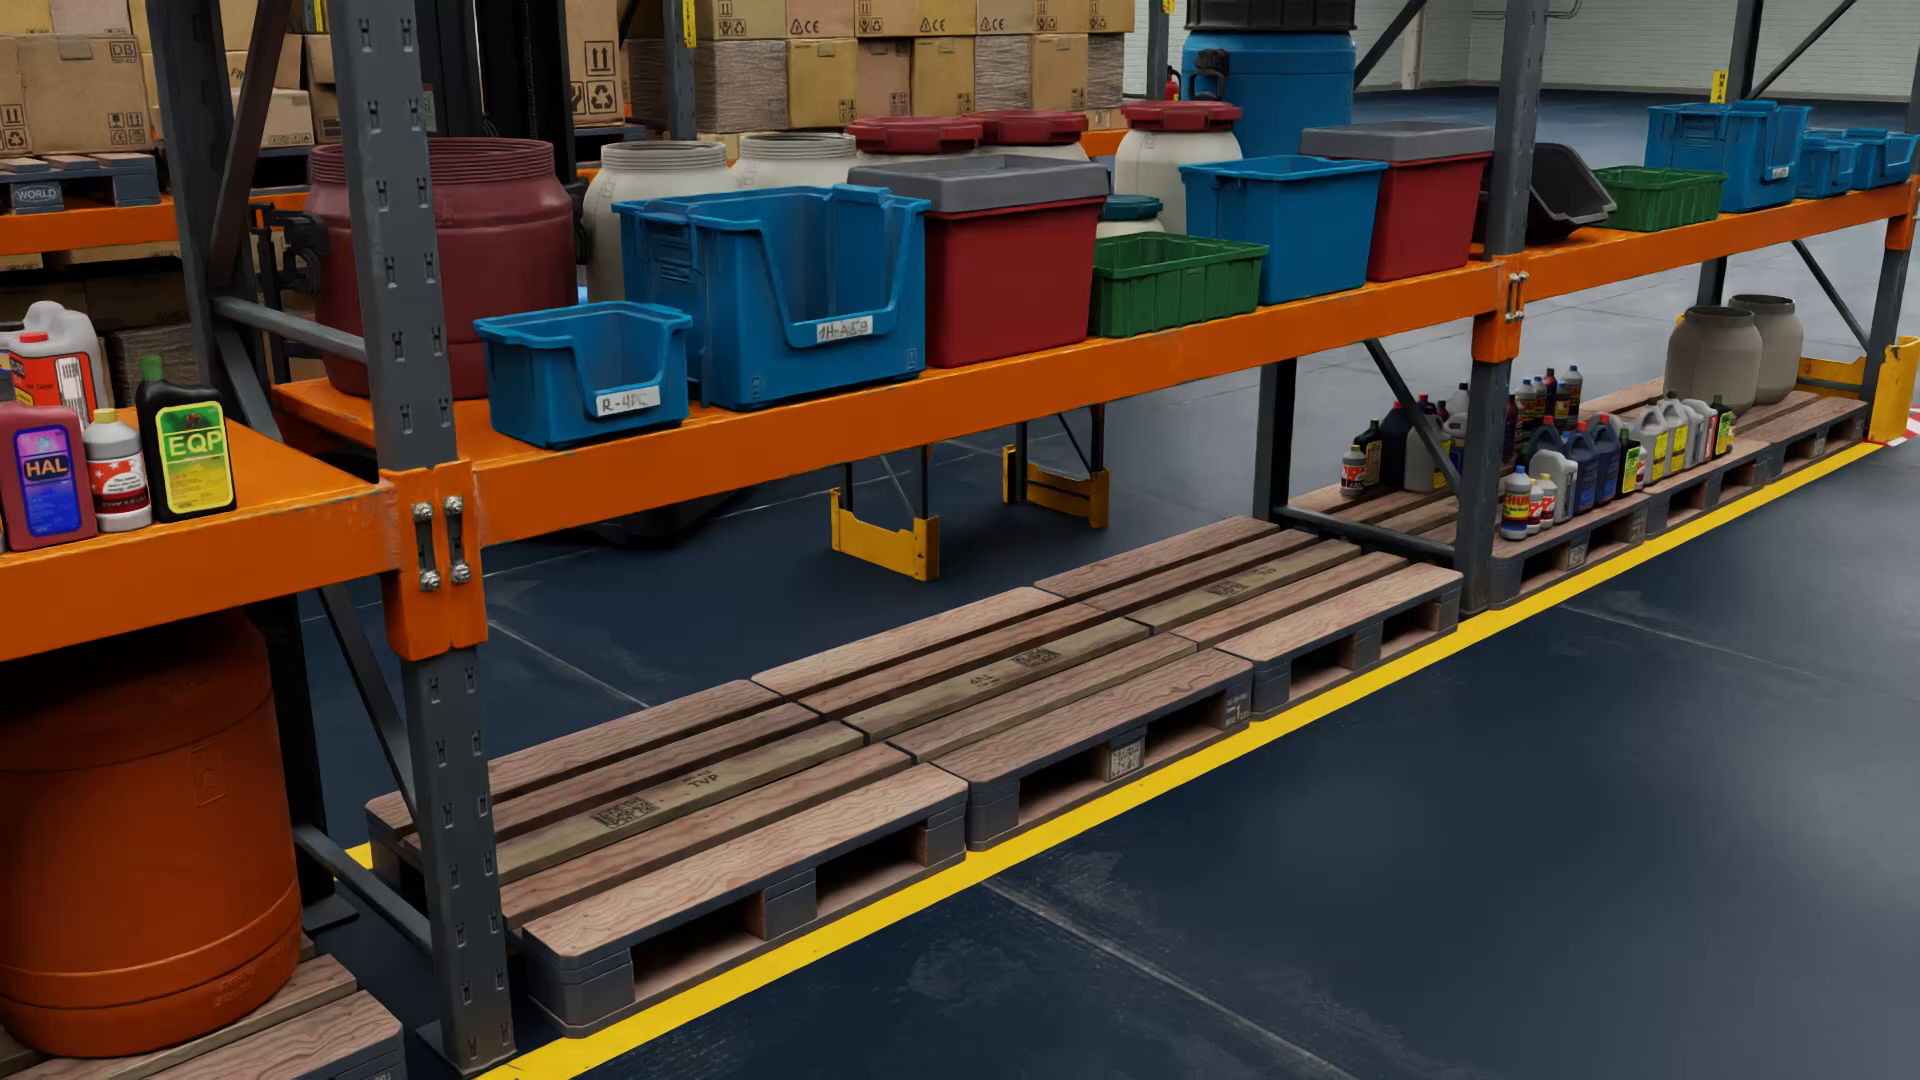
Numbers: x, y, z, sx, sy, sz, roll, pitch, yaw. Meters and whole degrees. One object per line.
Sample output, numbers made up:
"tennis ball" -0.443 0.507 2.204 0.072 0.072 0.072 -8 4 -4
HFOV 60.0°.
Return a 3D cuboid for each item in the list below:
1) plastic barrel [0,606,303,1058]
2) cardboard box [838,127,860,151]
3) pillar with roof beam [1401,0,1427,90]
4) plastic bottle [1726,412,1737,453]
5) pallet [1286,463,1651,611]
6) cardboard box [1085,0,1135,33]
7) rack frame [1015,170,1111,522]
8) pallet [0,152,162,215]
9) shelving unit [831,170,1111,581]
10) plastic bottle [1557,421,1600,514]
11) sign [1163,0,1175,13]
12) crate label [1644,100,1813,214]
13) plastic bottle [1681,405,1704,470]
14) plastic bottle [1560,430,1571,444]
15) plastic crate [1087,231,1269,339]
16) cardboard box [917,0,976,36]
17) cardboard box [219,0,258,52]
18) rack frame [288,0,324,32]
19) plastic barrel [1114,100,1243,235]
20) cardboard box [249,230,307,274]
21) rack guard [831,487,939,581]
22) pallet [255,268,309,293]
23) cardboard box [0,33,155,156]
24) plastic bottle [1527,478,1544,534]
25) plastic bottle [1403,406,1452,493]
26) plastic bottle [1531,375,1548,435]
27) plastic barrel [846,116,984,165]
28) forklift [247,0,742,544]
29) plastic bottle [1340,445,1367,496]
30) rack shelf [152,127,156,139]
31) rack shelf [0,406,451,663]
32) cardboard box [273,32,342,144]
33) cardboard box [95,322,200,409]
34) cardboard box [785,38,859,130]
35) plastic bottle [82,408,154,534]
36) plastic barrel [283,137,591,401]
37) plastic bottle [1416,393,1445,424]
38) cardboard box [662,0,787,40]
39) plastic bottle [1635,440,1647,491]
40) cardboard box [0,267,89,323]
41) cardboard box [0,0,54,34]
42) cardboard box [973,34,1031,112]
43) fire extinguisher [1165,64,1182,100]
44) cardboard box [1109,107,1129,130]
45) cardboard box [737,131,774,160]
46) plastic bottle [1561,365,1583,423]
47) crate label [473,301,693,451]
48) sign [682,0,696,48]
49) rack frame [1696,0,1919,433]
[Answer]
"plastic barrel" -1.680 0.523 3.347 0.708 0.830 0.600 -16 24 -41
"cardboard box" -0.732 -2.442 10.060 0.250 0.149 0.380 -16 24 -41
"pillar with roof beam" 14.483 -14.855 38.212 0.400 9.000 9.100 -16 24 -41
"plastic bottle" 3.443 -0.503 7.498 0.097 0.201 0.097 0 18 0
"pallet" 2.086 -0.072 6.863 1.213 0.211 1.003 -16 24 -41
"cardboard box" 0.844 -3.715 11.315 0.500 0.500 0.500 -16 24 -41
"rack frame" 0.431 -0.839 7.141 0.032 1.500 0.500 -16 24 -41
"pallet" -4.295 -1.611 7.401 1.003 0.211 1.213 -16 24 -41
"shelving unit" 0.055 -0.730 6.803 1.083 1.500 0.587 -16 24 -41
"plastic bottle" 2.441 -0.292 6.604 0.185 0.351 0.144 -15 24 -39
"sign" 1.440 -3.795 11.437 0.005 0.325 0.100 -16 24 -41
"crate label" 3.325 -1.679 7.242 0.616 0.435 0.502 -16 24 -41
"plastic bottle" 3.140 -0.462 7.250 0.135 0.276 0.152 -17 25 -42
"plastic bottle" 2.464 -0.312 6.795 0.097 0.271 0.097 0 18 0
"plastic crate" 0.498 -0.732 4.722 0.662 0.188 0.450 -16 24 -41
"cardboard box" -0.250 -3.399 10.338 0.500 0.500 0.500 -16 24 -41
"cardboard box" -5.524 -3.925 12.443 0.500 0.500 0.700 -17 24 -42
"rack frame" -5.167 -3.508 12.941 0.127 3.000 1.000 -16 24 -41
"plastic barrel" 0.724 -1.176 5.528 0.433 0.535 0.433 0 18 0
"cardboard box" -5.557 -2.486 12.755 0.750 0.750 1.050 -16 24 -41
"rack guard" -0.306 -0.030 6.670 0.087 0.250 0.587 -16 24 -41
"pallet" -5.676 -2.001 12.814 1.213 0.211 1.003 -16 24 -41
"cardboard box" -4.038 -2.039 7.567 0.500 0.500 0.700 -12 22 -33
"plastic bottle" 2.176 -0.134 6.358 0.097 0.201 0.097 0 18 0
"plastic bottle" 1.939 -0.383 6.884 0.185 0.351 0.144 -16 24 -41
"plastic bottle" 2.696 -0.637 7.797 0.097 0.271 0.097 0 18 0
"plastic barrel" -0.123 -0.929 4.766 0.433 0.535 0.433 0 18 0
"forklift" -2.497 -1.615 7.215 3.031 2.935 1.130 5 19 15
"plastic bottle" 1.619 -0.290 6.839 0.097 0.201 0.097 0 18 0
"rack shelf" -6.621 -2.742 11.745 4.000 0.370 1.077 -16 24 -41
"rack shelf" -2.790 0.349 2.213 4.000 0.370 1.077 -16 24 -41
"cardboard box" -3.029 -2.236 8.169 0.637 0.503 0.797 -13 22 -35
"cardboard box" -3.872 -0.815 7.973 0.700 0.500 0.500 15 24 39
"cardboard box" -1.076 -2.744 9.939 0.500 0.500 0.875 -16 24 -41
"plastic bottle" -1.434 -0.121 2.817 0.097 0.201 0.097 0 18 0
"plastic barrel" -1.208 -0.648 3.900 0.708 0.536 0.600 -16 24 -41
"plastic bottle" 1.979 -0.456 7.109 0.144 0.351 0.185 16 24 41
"cardboard box" -1.331 -3.078 9.349 0.500 0.500 0.500 -16 24 -41
"plastic bottle" 2.800 -0.316 6.920 0.097 0.201 0.097 0 18 0
"cardboard box" -4.273 -1.053 7.493 0.500 0.250 0.500 -15 23 -39
"cardboard box" -6.632 -3.602 11.446 0.500 0.500 0.700 -17 24 -41
"cardboard box" -0.019 -3.072 10.952 0.500 0.500 0.875 -16 24 -41
"fire extinguisher" 1.473 -3.107 11.829 0.183 0.674 0.296 -16 24 -41
"cardboard box" 1.008 -2.996 11.770 0.250 0.149 0.380 -16 24 -41
"cardboard box" -1.280 -2.284 9.572 0.250 0.149 0.380 -16 24 -41
"plastic bottle" 2.945 -0.710 8.021 0.097 0.271 0.097 0 18 0
"crate label" -0.773 -0.343 3.451 0.416 0.233 0.303 -16 24 -41
"sign" -1.449 -2.802 8.887 0.005 0.325 0.100 -16 24 -41
"rack frame" 4.476 -2.113 8.637 0.127 3.000 1.000 -16 24 -41
